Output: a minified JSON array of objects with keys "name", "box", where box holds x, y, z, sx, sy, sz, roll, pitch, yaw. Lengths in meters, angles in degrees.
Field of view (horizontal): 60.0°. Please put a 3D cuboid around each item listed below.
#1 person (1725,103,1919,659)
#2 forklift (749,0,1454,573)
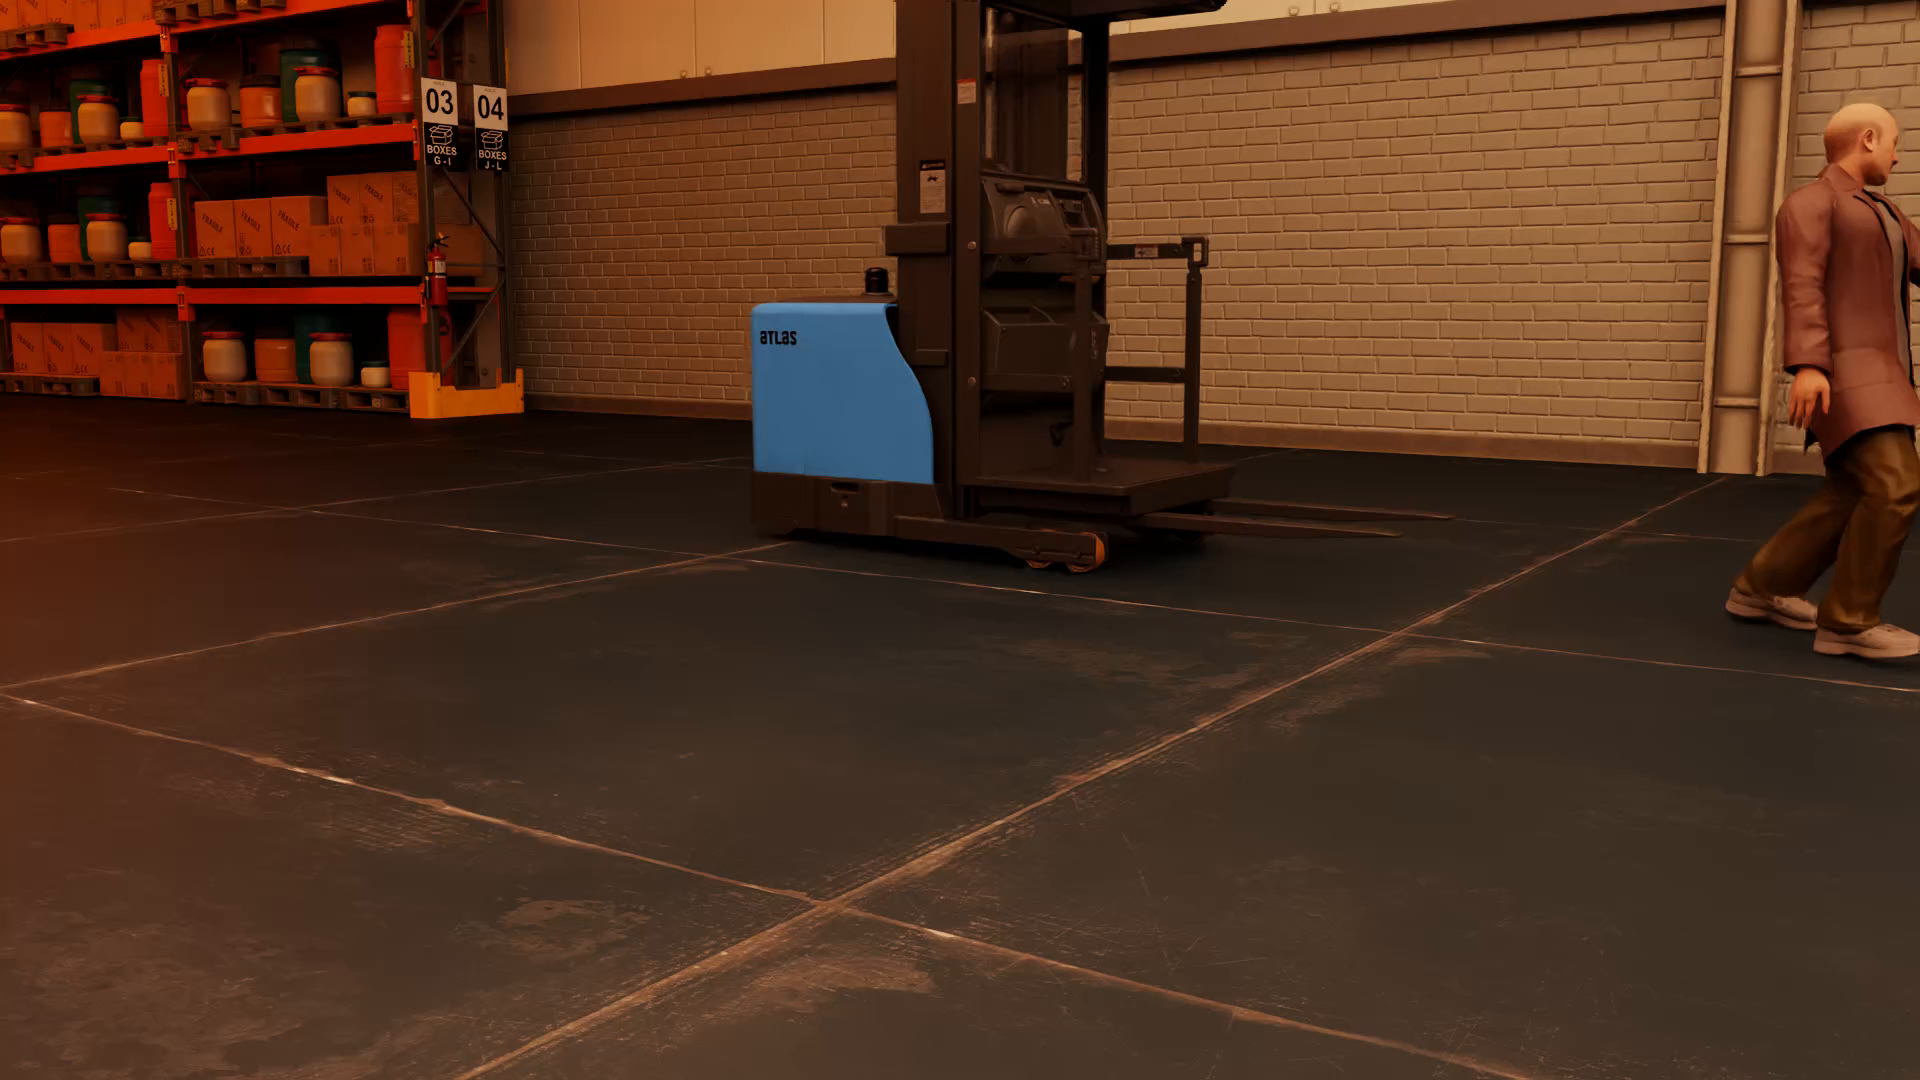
[{"name":"person","box":[2.780,-0.498,5.127,0.865,1.689,0.749,7,11,42]},{"name":"forklift","box":[0.541,-1.403,7.062,3.031,2.935,1.130,5,10,33]}]
